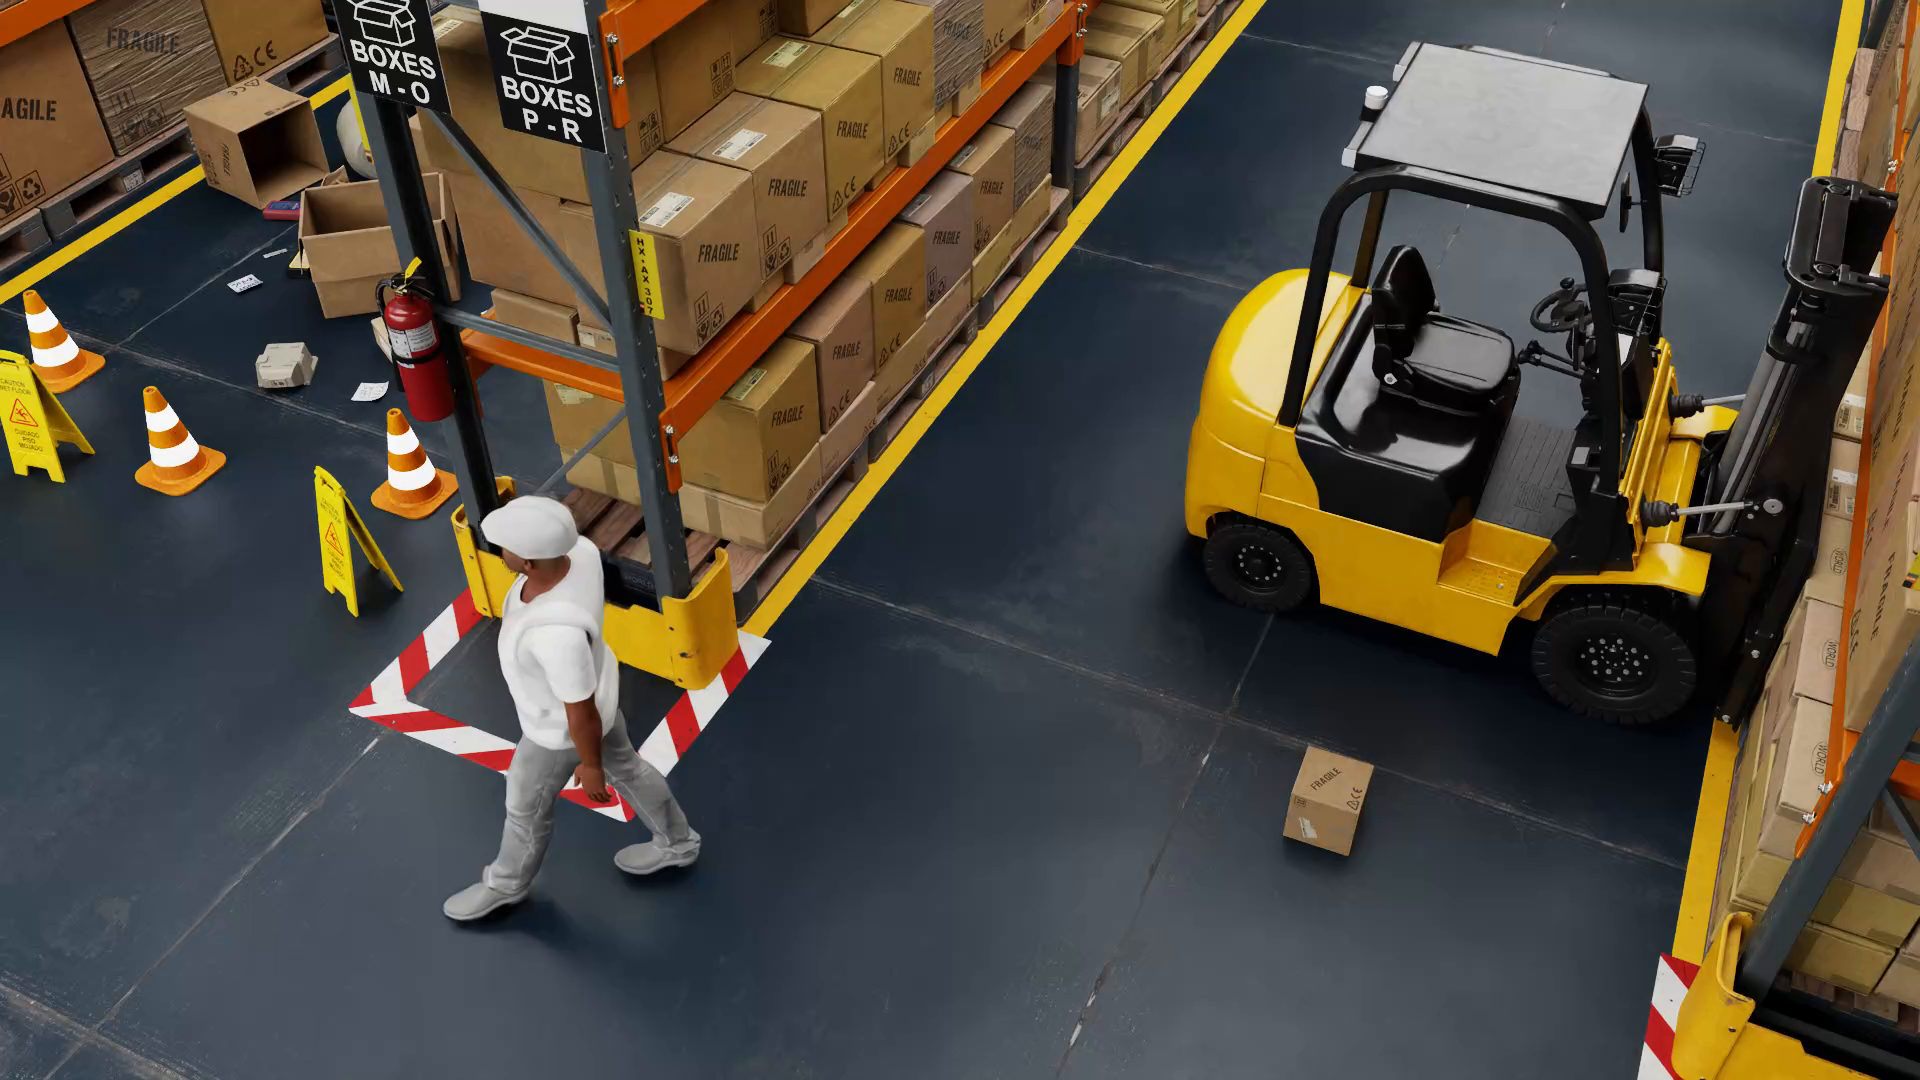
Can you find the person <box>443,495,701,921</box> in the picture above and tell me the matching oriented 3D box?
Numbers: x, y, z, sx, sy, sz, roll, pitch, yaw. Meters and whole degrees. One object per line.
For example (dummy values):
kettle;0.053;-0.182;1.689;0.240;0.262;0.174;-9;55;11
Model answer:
person;-1.391;0.538;5.512;0.909;1.728;0.615;-1;42;-1
